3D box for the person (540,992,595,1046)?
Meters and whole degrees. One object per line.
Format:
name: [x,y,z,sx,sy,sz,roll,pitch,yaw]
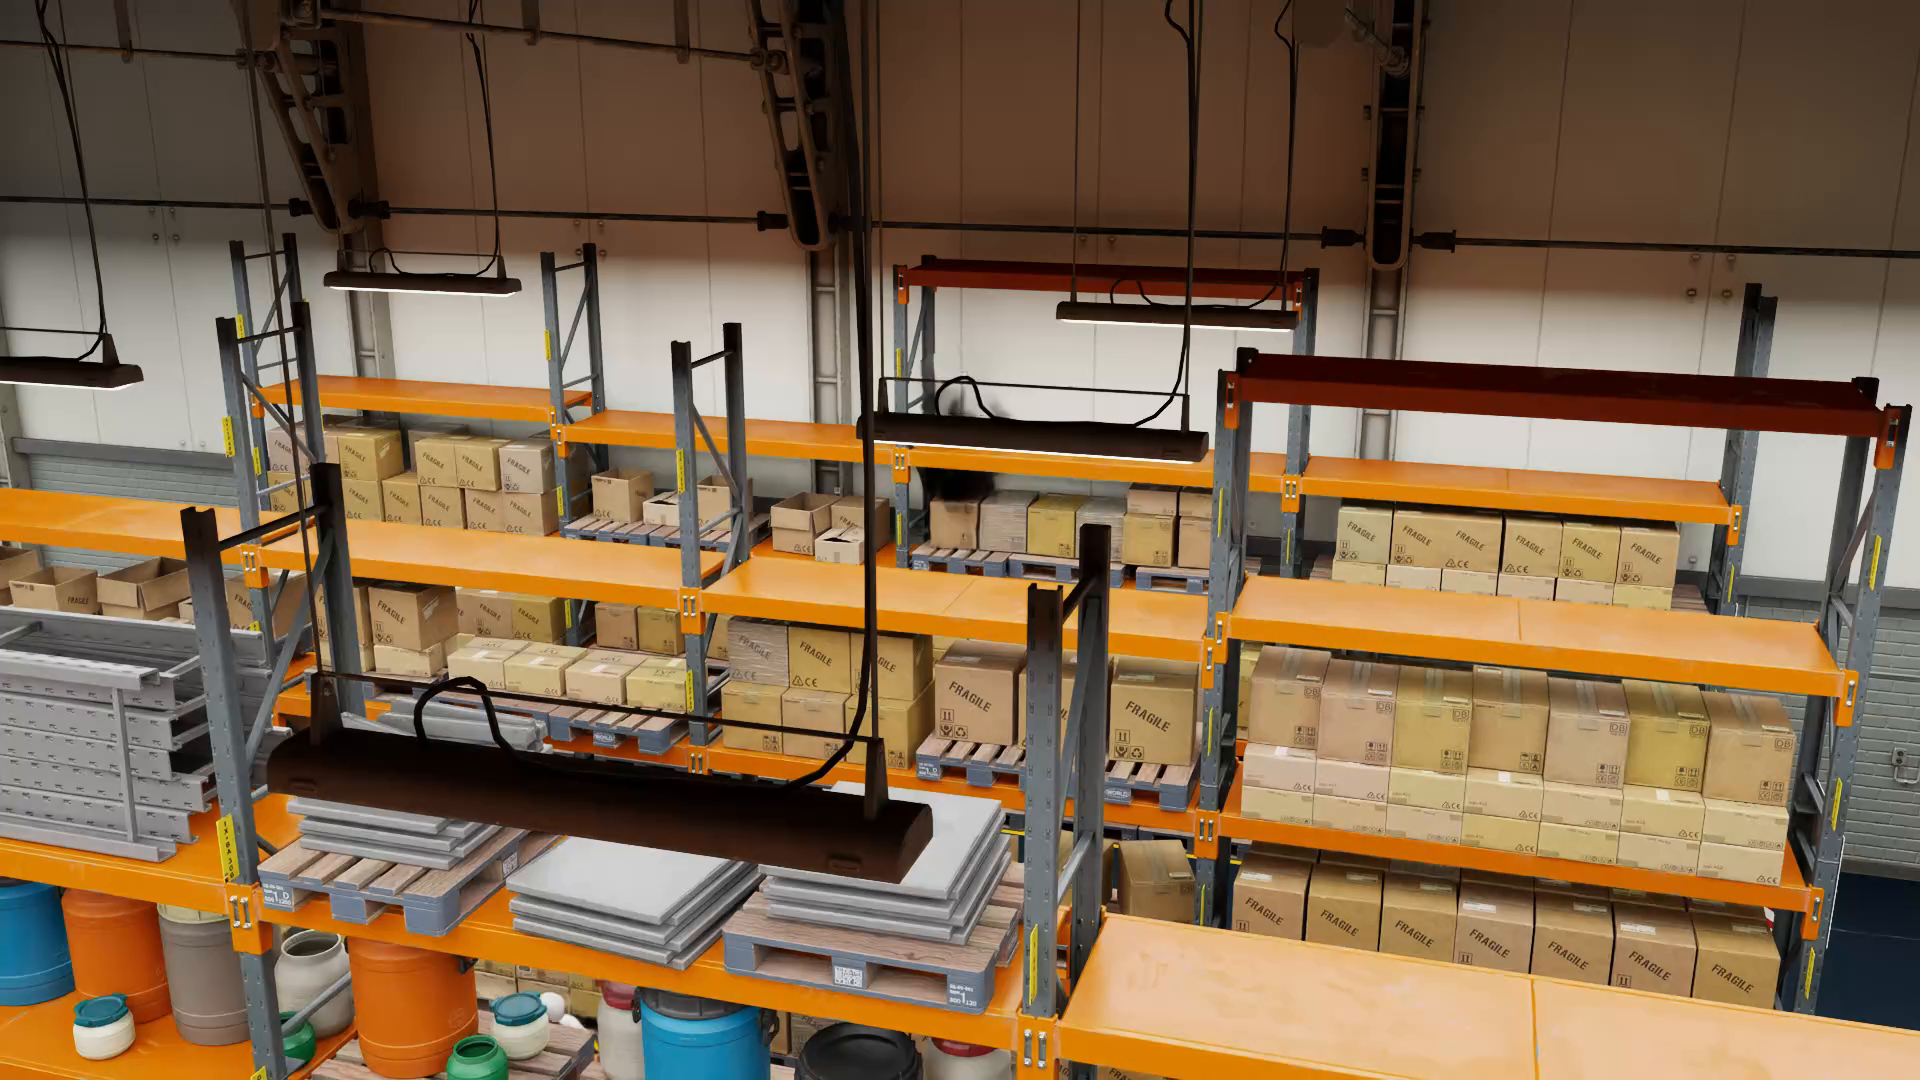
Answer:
person: [-2.871,3.983,11.789,0.826,1.750,0.696,3,16,11]
